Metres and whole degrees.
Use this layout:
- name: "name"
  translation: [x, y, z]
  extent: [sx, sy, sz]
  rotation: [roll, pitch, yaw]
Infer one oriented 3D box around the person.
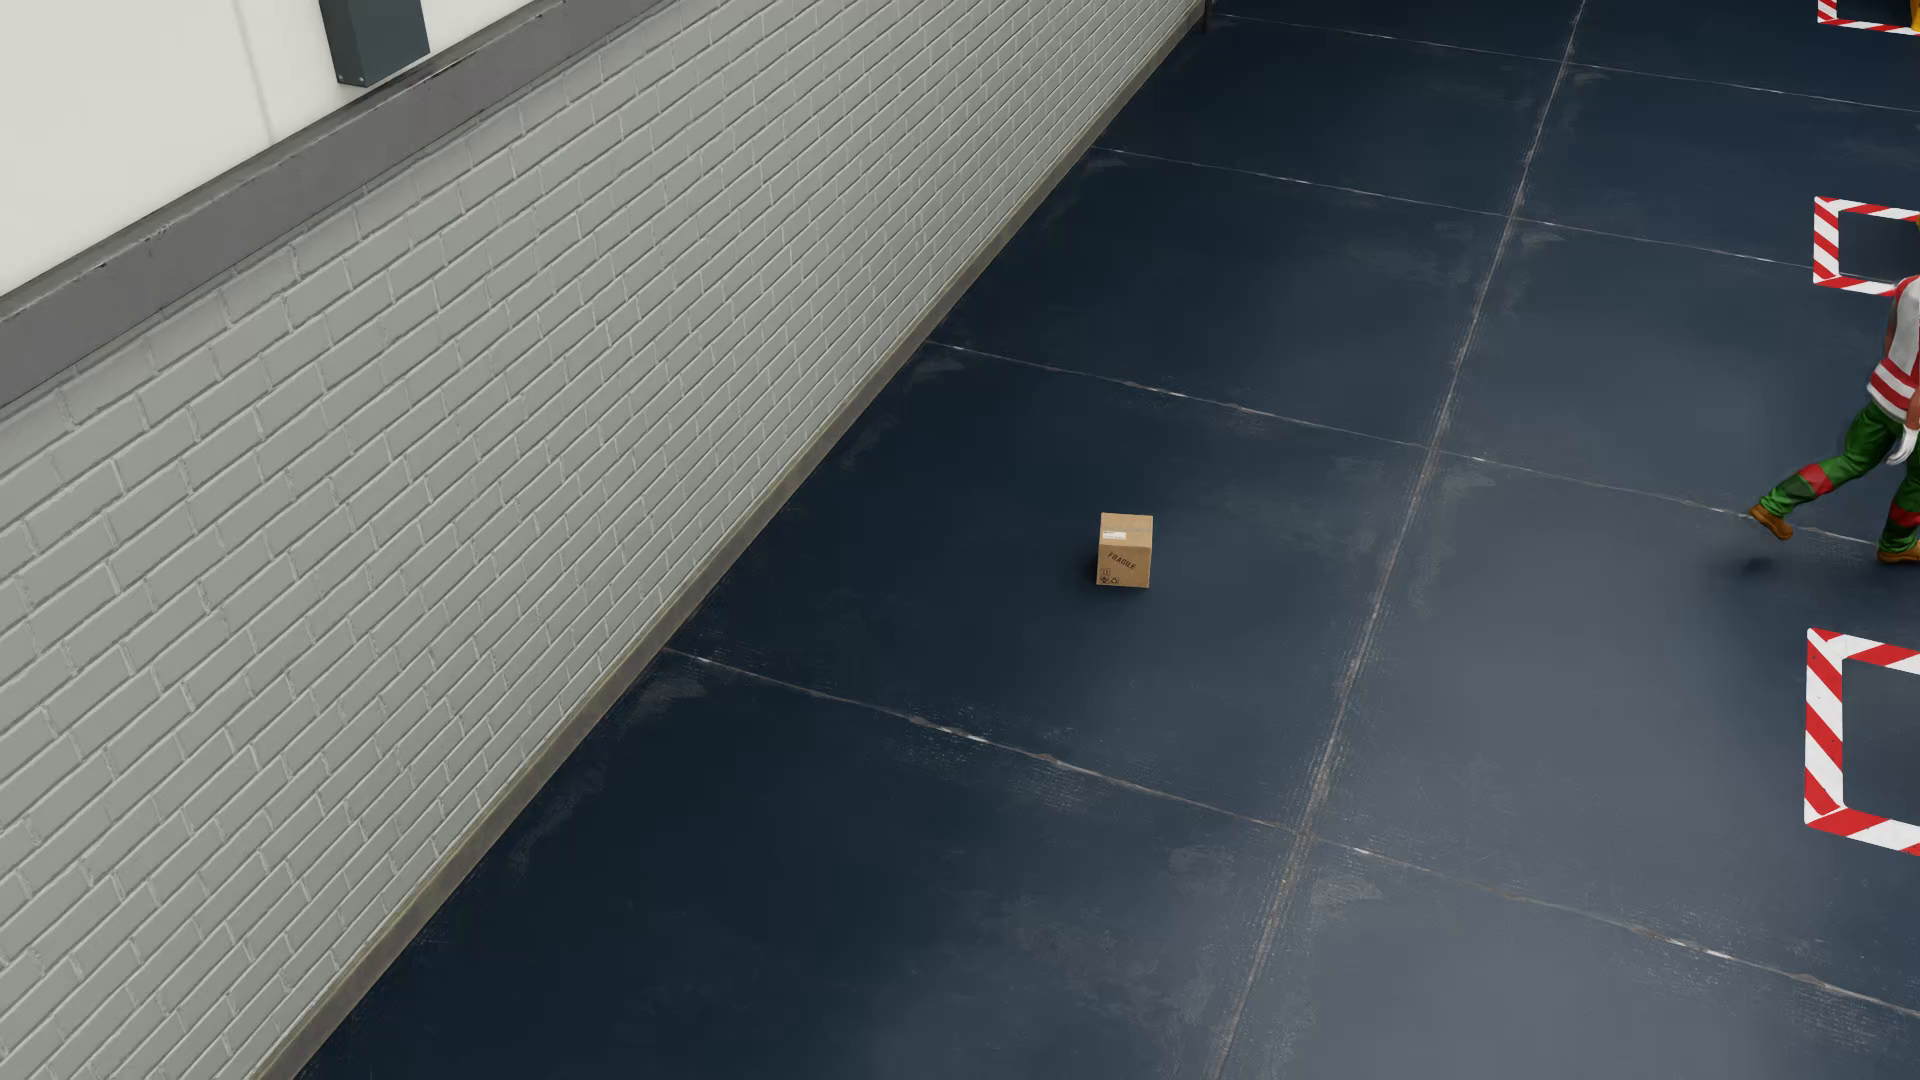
- name: "person"
  translation: [4.299, -0.632, 7.629]
  extent: [0.957, 1.757, 0.550]
  rotation: [-3, 37, -4]
